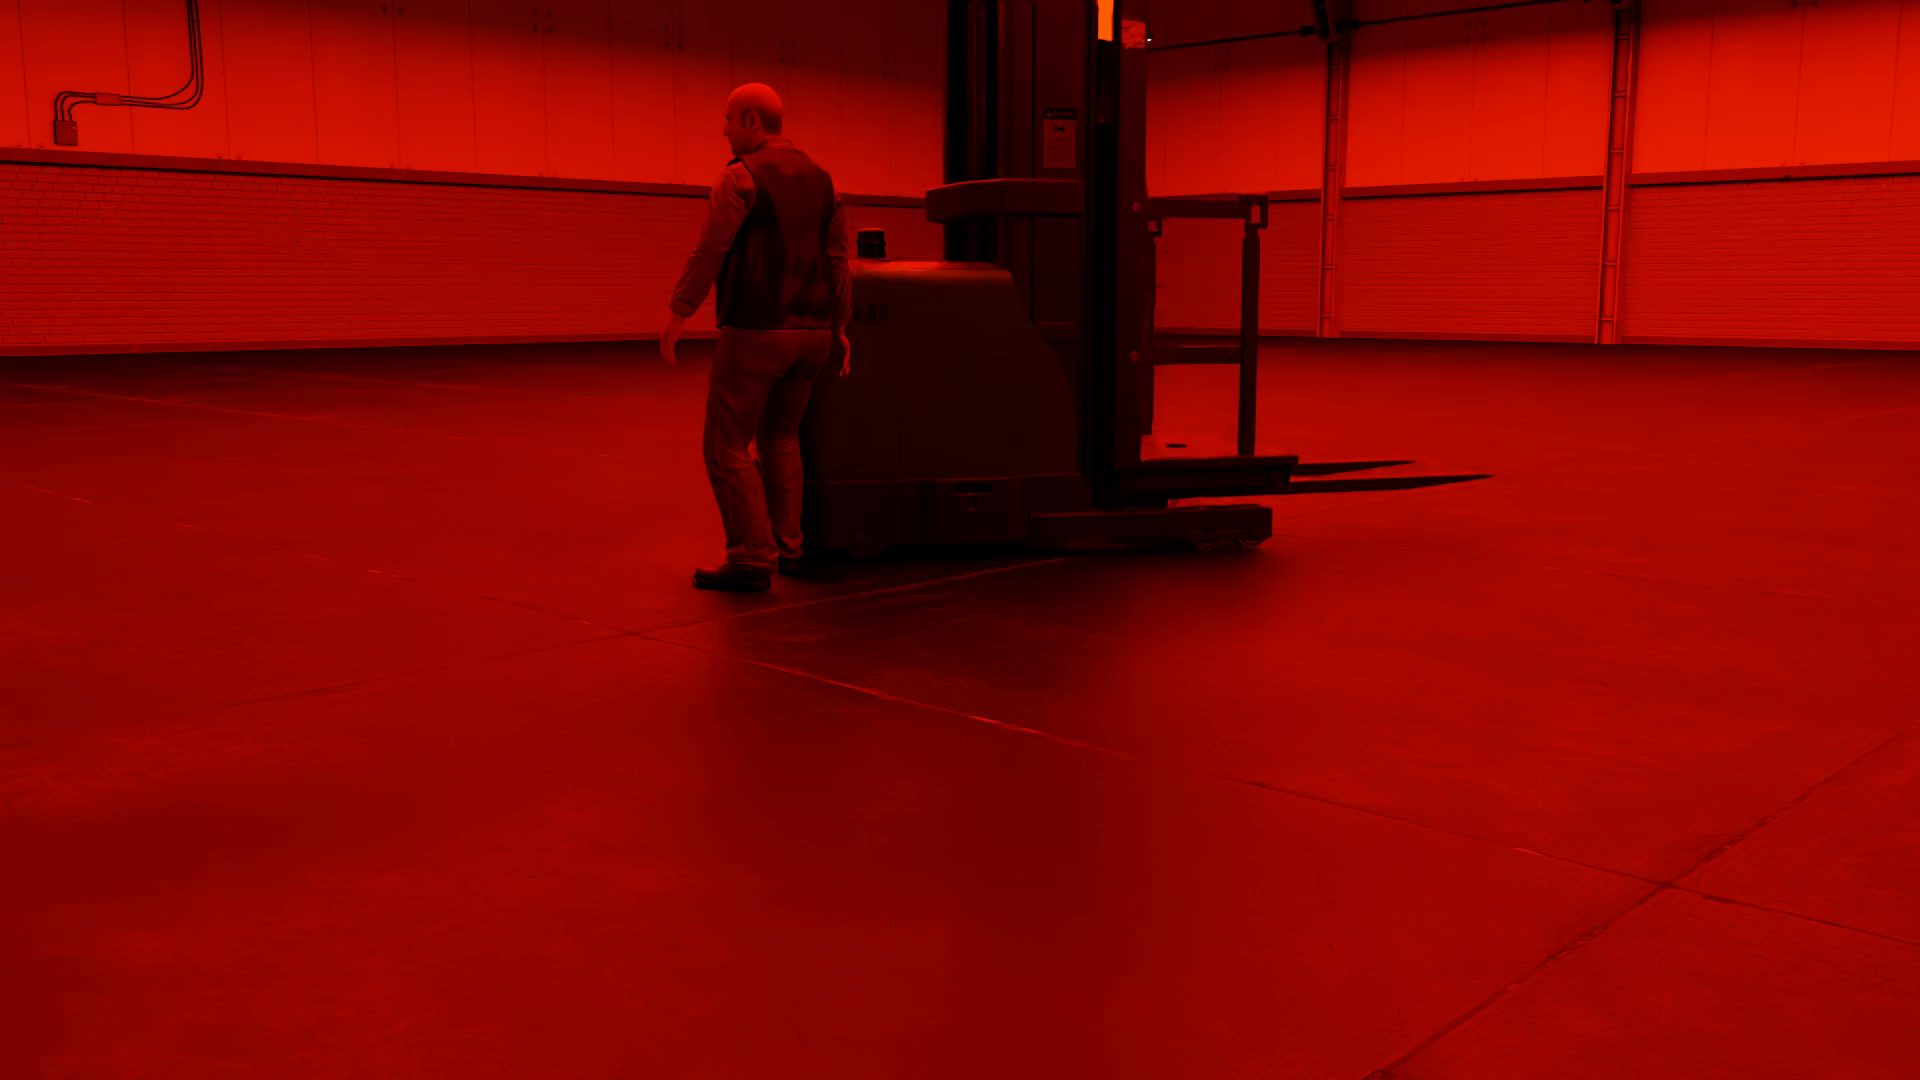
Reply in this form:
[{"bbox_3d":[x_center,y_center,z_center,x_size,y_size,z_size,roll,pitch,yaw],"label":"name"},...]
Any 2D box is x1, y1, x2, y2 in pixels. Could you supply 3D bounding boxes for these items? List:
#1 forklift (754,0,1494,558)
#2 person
[{"bbox_3d":[0.721,-1.485,6.734,3.031,2.935,1.130,-3,9,-17],"label":"forklift"},{"bbox_3d":[-0.686,-0.708,5.756,0.470,1.695,0.738,7,11,38],"label":"person"}]
